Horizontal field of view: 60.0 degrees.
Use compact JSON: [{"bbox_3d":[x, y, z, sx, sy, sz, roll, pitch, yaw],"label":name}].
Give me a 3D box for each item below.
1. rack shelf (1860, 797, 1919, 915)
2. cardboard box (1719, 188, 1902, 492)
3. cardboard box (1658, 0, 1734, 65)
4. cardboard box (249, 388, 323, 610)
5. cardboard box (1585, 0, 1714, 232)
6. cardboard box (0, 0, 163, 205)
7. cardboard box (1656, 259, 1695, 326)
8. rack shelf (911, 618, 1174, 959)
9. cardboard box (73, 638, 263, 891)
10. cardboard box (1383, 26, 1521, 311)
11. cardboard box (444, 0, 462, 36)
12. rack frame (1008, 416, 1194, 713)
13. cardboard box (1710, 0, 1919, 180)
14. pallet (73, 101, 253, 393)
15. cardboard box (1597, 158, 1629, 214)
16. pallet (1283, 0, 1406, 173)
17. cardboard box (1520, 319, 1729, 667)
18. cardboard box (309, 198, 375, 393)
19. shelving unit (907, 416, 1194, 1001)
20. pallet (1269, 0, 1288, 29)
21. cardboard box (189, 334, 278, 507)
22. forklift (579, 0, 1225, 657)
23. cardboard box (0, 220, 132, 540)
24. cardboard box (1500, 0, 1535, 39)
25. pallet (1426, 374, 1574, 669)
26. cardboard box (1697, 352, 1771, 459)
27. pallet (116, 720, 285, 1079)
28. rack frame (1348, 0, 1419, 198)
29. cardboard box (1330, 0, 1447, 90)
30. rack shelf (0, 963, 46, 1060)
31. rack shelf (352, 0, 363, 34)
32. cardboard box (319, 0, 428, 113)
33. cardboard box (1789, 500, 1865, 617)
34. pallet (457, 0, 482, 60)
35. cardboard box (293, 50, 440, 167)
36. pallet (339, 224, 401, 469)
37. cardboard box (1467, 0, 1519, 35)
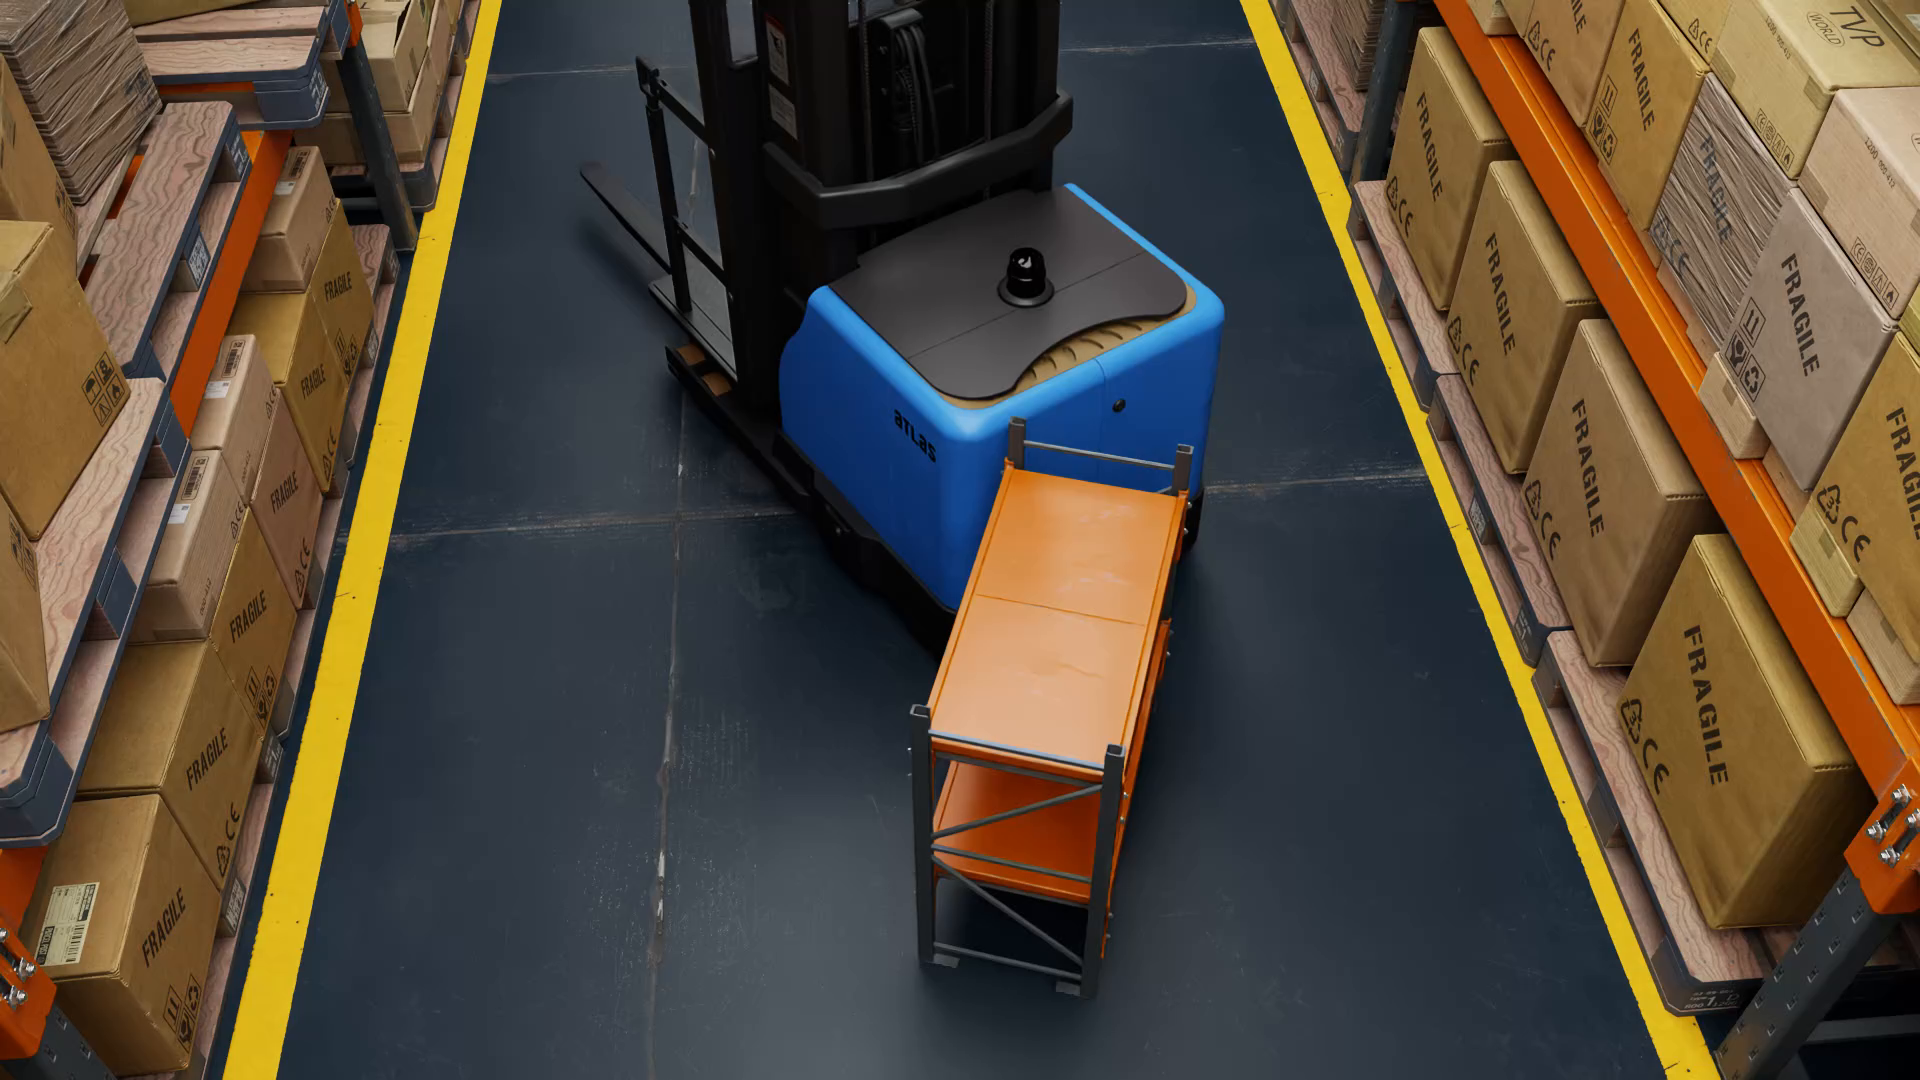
[{"bbox_3d":[2.682,2.052,2.236,1.077,0.370,4.000,-3,47,-3],"label":"rack shelf"},{"bbox_3d":[2.172,-0.473,3.844,0.500,0.500,0.500,-3,47,-3],"label":"cardboard box"},{"bbox_3d":[2.101,-1.474,4.276,0.500,0.250,0.500,-4,47,-4],"label":"cardboard box"},{"bbox_3d":[-2.351,-0.108,5.205,0.500,0.500,0.500,-5,47,-5],"label":"cardboard box"},{"bbox_3d":[2.091,-1.198,4.531,0.500,0.500,0.500,-2,47,-2],"label":"cardboard box"},{"bbox_3d":[-2.705,-1.289,4.547,0.700,0.500,0.500,4,47,4],"label":"cardboard box"},{"bbox_3d":[2.141,-0.712,4.517,0.380,0.149,0.250,-5,47,-4],"label":"cardboard box"},{"bbox_3d":[0.254,0.630,4.715,0.538,0.278,1.000,10,47,10],"label":"rack shelf"},{"bbox_3d":[-2.275,0.620,4.515,0.500,0.500,0.500,-3,47,-3],"label":"cardboard box"},{"bbox_3d":[2.110,-1.401,6.202,0.750,0.750,0.750,-4,47,-4],"label":"cardboard box"},{"bbox_3d":[-2.600,-2.567,7.720,0.500,0.250,0.500,-5,47,-4],"label":"cardboard box"},{"bbox_3d":[0.378,0.104,4.877,0.500,1.125,0.032,10,47,10],"label":"rack frame"},{"bbox_3d":[2.144,-1.105,3.927,0.500,0.250,0.500,-3,47,-3],"label":"cardboard box"},{"bbox_3d":[-2.589,-0.759,4.536,1.003,0.211,1.213,-3,47,-3],"label":"pallet"},{"bbox_3d":[2.115,-1.095,4.880,0.380,0.149,0.250,-3,47,-3],"label":"cardboard box"},{"bbox_3d":[2.116,-2.143,7.634,1.003,0.211,1.213,-3,47,-3],"label":"pallet"},{"bbox_3d":[2.253,-0.152,5.020,0.750,0.750,0.750,-2,47,-2],"label":"cardboard box"},{"bbox_3d":[-2.444,-0.862,5.919,0.500,0.500,0.500,-2,47,-2],"label":"cardboard box"},{"bbox_3d":[0.254,0.462,4.538,0.538,1.125,1.048,10,47,10],"label":"shelving unit"},{"bbox_3d":[2.017,-3.023,8.468,1.003,0.211,1.213,-3,47,-3],"label":"pallet"},{"bbox_3d":[-2.346,-0.339,4.907,0.500,0.250,0.500,-4,47,-4],"label":"cardboard box"},{"bbox_3d":[-0.445,-1.651,5.295,1.130,2.935,3.031,-27,52,-23],"label":"forklift"},{"bbox_3d":[-2.359,-0.367,3.674,0.700,0.500,0.500,3,47,3],"label":"cardboard box"},{"bbox_3d":[2.000,-1.933,5.227,0.500,0.500,0.500,-2,47,-2],"label":"cardboard box"},{"bbox_3d":[2.269,-0.122,5.720,1.003,0.211,1.213,-3,47,-3],"label":"pallet"},{"bbox_3d":[2.102,-0.349,4.174,0.380,0.149,0.250,-3,47,-3],"label":"cardboard box"},{"bbox_3d":[-2.527,1.035,4.625,1.003,0.211,1.213,-3,47,-3],"label":"pallet"},{"bbox_3d":[2.179,-2.536,6.086,1.000,3.000,0.127,-3,47,-3],"label":"rack frame"},{"bbox_3d":[2.067,-2.346,7.324,0.700,0.500,0.500,-3,47,-3],"label":"cardboard box"},{"bbox_3d":[-2.254,2.356,1.948,1.077,0.370,4.000,-3,47,-3],"label":"rack shelf"},{"bbox_3d":[-2.924,-3.432,7.430,1.077,0.370,4.000,-3,47,-3],"label":"rack shelf"},{"bbox_3d":[-2.508,-2.021,6.816,0.500,0.311,0.500,-2,47,-2],"label":"cardboard box"},{"bbox_3d":[2.159,0.029,3.816,0.380,0.149,0.250,-3,47,-3],"label":"cardboard box"},{"bbox_3d":[-2.886,-2.752,8.211,1.003,0.211,1.213,-3,47,-3],"label":"pallet"},{"bbox_3d":[-2.508,-1.828,7.020,0.500,0.250,0.500,-4,47,-3],"label":"cardboard box"},{"bbox_3d":[-2.732,-0.731,6.297,1.003,0.211,1.213,-3,47,-3],"label":"pallet"},{"bbox_3d":[1.927,-1.824,5.571,0.380,0.149,0.250,-2,47,-2],"label":"cardboard box"}]
